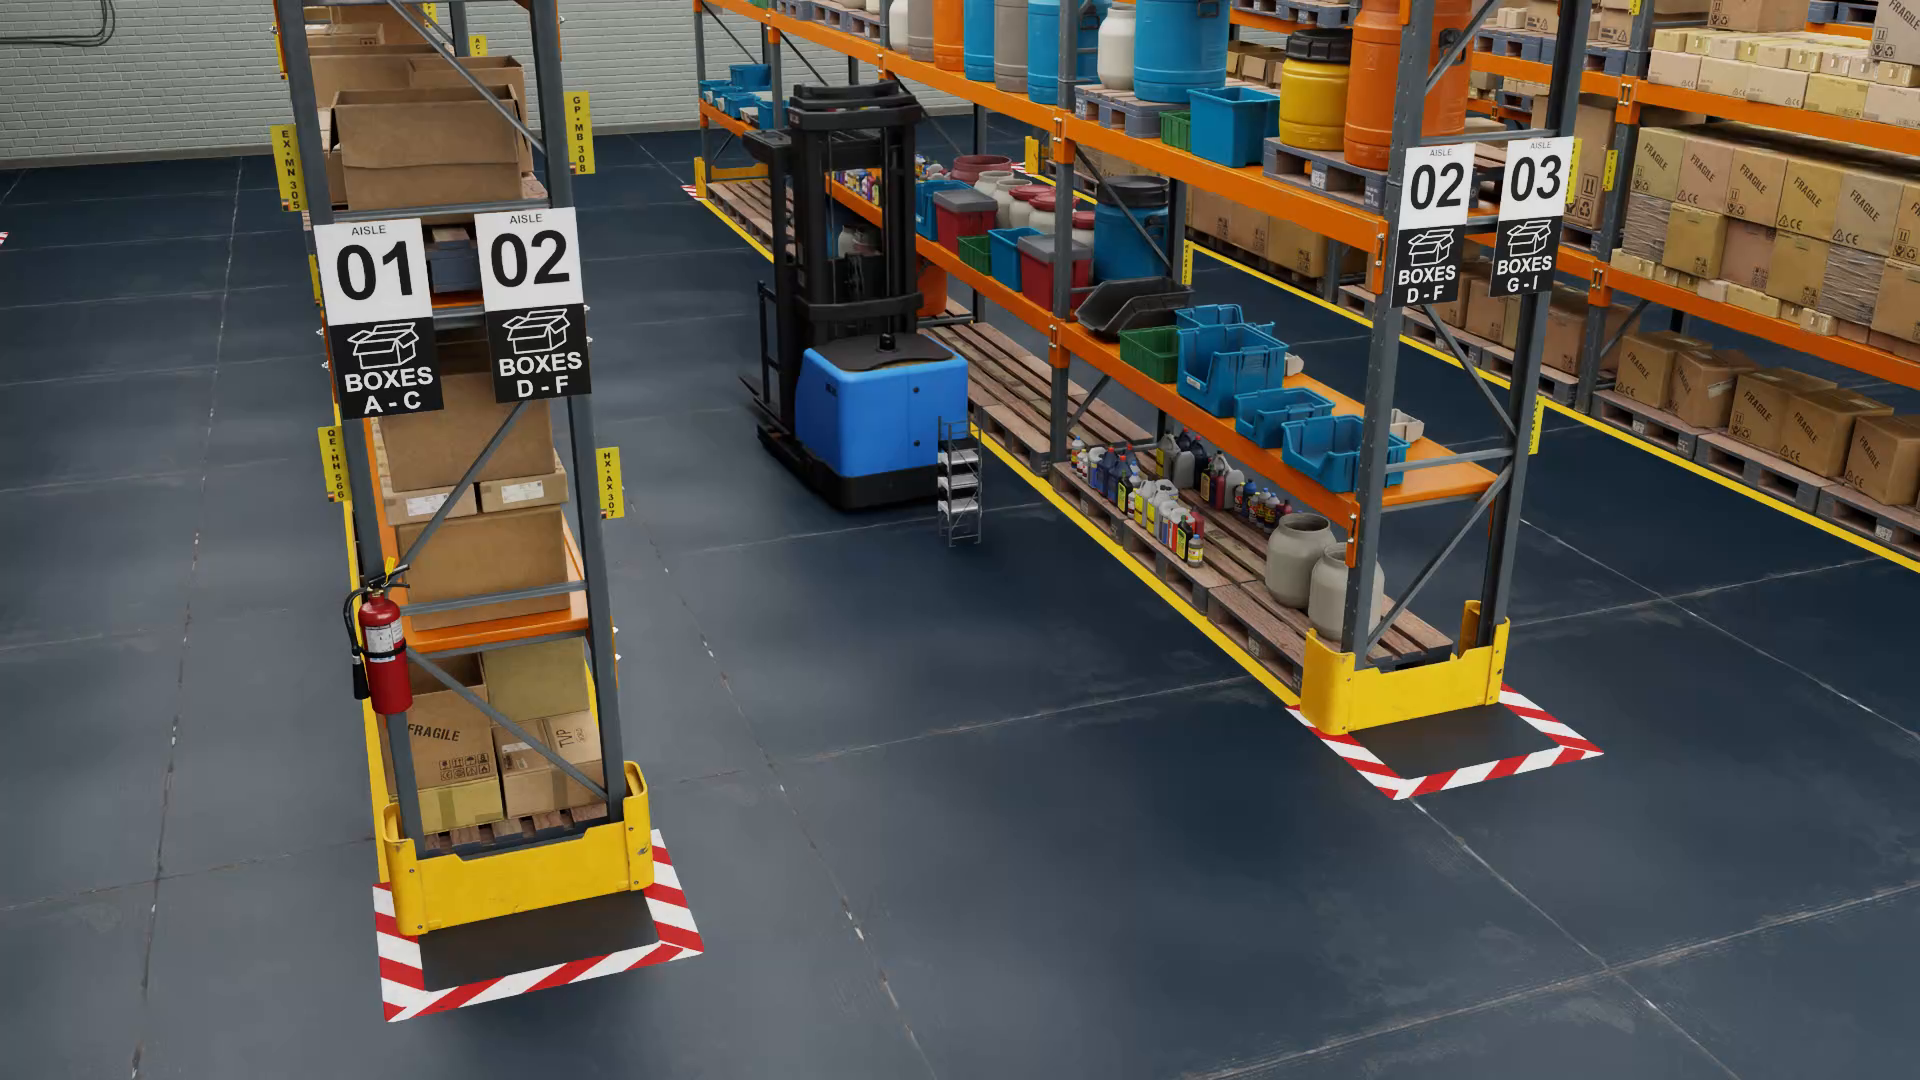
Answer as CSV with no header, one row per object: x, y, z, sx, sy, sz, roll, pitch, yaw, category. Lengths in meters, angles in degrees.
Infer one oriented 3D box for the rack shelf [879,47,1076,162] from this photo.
0.466,-3.647,13.605,1.077,0.370,4.000,-8,24,-19,rack shelf

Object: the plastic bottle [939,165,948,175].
-0.164,-3.596,16.571,0.061,0.283,0.133,-8,24,-19,plastic bottle

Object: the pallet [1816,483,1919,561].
6.939,-0.138,11.807,1.003,0.211,1.213,-8,24,-19,pallet

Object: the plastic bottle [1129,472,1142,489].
1.223,-0.348,11.660,0.097,0.271,0.097,0,23,0,plastic bottle

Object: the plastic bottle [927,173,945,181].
-0.233,-3.446,16.225,0.152,0.276,0.135,-8,24,-19,plastic bottle

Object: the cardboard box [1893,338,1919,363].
6.627,-1.323,11.350,0.380,0.149,0.250,-8,24,-19,cardboard box

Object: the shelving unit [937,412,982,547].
-0.003,-0.418,11.582,0.258,0.900,0.210,-8,24,-19,shelving unit

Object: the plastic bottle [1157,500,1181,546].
1.414,-0.117,11.105,0.152,0.276,0.135,-9,24,-20,plastic bottle

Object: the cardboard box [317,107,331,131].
-2.900,-1.921,7.978,0.500,0.311,0.500,-5,23,-13,cardboard box

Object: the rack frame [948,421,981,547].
0.033,-0.381,11.495,0.240,0.900,0.006,-8,24,-19,rack frame

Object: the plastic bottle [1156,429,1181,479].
1.535,-0.637,12.244,0.144,0.351,0.185,-8,24,-19,plastic bottle

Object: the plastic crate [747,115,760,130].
-2.300,-5.047,20.140,0.437,0.125,0.590,-8,24,-19,plastic crate

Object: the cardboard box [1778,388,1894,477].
6.568,-0.809,12.485,0.500,0.500,0.500,-6,24,-14,cardboard box

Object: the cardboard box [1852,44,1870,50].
6.662,-3.489,11.984,0.380,0.149,0.250,-7,24,-17,cardboard box

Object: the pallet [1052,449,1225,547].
1.371,-0.335,12.273,1.003,0.211,1.213,-8,24,-19,pallet

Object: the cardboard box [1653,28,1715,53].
5.633,-3.886,12.925,0.380,0.149,0.250,-9,24,-21,cardboard box

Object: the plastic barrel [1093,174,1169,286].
1.320,-2.283,12.658,0.600,0.901,0.708,-8,24,-19,plastic barrel

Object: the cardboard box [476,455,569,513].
-1.987,-0.255,7.529,0.380,0.149,0.250,-9,24,-19,cardboard box

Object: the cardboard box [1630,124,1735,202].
5.727,-2.995,13.194,0.500,0.500,0.500,-8,24,-19,cardboard box

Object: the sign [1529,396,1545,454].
3.102,-0.618,8.997,0.100,0.325,0.005,-8,24,-19,sign

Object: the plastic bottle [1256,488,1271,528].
2.080,-0.224,11.366,0.097,0.271,0.097,0,23,0,plastic bottle

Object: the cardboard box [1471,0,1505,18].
4.679,-5.089,15.327,0.500,0.500,0.500,-9,25,-21,cardboard box

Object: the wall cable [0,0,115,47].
-13.999,-8.308,23.874,3.097,2.526,0.112,-8,24,-19,wall cable

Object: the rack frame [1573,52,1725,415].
5.806,-2.549,13.936,1.000,3.000,0.127,-8,24,-19,rack frame

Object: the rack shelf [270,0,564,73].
-2.756,-2.713,8.042,1.077,0.370,4.000,-8,24,-19,rack shelf

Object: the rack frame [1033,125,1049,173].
1.567,-6.909,24.281,1.000,3.000,0.127,-8,24,-19,rack frame

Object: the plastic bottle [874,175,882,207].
-0.782,-3.358,16.004,0.061,0.283,0.133,-8,24,-19,plastic bottle

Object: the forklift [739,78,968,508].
-1.001,-2.118,13.002,1.130,2.935,3.031,-10,25,-23,forklift

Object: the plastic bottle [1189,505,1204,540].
1.563,-0.085,11.019,0.061,0.283,0.133,-8,24,-19,plastic bottle

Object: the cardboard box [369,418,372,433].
-2.822,-0.666,8.504,0.380,0.149,0.250,-8,24,-18,cardboard box

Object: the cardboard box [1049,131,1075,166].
1.868,-5.902,24.086,0.875,0.875,0.875,-8,24,-19,cardboard box

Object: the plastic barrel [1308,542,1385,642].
2.282,0.308,9.819,0.421,0.512,0.421,0,23,0,plastic barrel

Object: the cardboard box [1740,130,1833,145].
6.400,-2.886,12.936,0.500,0.500,0.500,-8,24,-19,cardboard box

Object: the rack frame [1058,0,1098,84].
1.173,-4.634,11.158,1.000,3.000,0.127,-8,24,-19,rack frame

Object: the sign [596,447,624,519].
-1.528,-0.247,7.258,0.100,0.325,0.005,-8,24,-19,sign

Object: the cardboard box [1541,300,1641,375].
5.609,-1.826,14.872,0.700,0.500,0.500,-10,25,-23,cardboard box

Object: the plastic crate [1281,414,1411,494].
2.129,-0.488,9.238,0.499,0.251,0.616,-8,24,-19,plastic crate

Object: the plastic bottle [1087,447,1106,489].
1.015,-0.528,12.080,0.152,0.276,0.135,-7,24,-17,plastic bottle

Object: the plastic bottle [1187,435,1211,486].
1.738,-0.587,12.126,0.144,0.351,0.185,-10,25,-22,plastic bottle

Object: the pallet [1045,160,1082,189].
1.923,-5.345,24.159,1.003,0.211,1.213,-8,24,-19,pallet

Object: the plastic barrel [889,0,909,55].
-0.417,-4.602,14.800,0.421,0.512,0.421,0,23,0,plastic barrel

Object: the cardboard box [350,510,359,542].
-3.238,0.111,9.657,0.500,0.500,0.500,-8,24,-19,cardboard box

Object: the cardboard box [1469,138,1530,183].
5.107,-3.407,15.299,0.797,0.503,0.637,-6,24,-14,cardboard box

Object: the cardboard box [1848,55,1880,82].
6.323,-3.230,11.370,0.380,0.149,0.250,-10,25,-22,cardboard box

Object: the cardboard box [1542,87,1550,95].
7.641,-5.689,21.167,0.380,0.149,0.250,-8,24,-18,cardboard box

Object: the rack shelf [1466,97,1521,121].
6.949,-6.495,24.224,1.077,0.370,4.000,-8,24,-19,rack shelf

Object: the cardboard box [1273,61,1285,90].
3.922,-5.016,18.368,0.797,0.503,0.637,-8,24,-18,cardboard box

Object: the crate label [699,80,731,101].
-3.287,-6.045,22.369,0.416,0.233,0.303,-8,24,-19,crate label

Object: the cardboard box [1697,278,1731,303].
5.938,-1.948,12.834,0.380,0.149,0.250,-8,24,-19,cardboard box

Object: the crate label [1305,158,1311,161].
2.234,-2.455,10.043,0.502,0.251,0.408,-8,24,-19,crate label

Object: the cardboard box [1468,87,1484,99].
7.143,-6.134,22.766,0.380,0.149,0.250,-9,24,-20,cardboard box

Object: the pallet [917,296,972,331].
-0.558,-2.319,16.980,1.003,0.211,1.213,-8,24,-19,pallet

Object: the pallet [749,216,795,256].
-1.950,-3.753,20.383,1.003,0.211,1.213,-8,24,-19,pallet

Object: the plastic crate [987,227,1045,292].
0.492,-2.220,13.176,0.392,0.384,0.575,-8,24,-19,plastic crate

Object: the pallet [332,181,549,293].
-2.275,-1.340,7.319,1.003,0.211,1.213,-8,24,-19,pallet
